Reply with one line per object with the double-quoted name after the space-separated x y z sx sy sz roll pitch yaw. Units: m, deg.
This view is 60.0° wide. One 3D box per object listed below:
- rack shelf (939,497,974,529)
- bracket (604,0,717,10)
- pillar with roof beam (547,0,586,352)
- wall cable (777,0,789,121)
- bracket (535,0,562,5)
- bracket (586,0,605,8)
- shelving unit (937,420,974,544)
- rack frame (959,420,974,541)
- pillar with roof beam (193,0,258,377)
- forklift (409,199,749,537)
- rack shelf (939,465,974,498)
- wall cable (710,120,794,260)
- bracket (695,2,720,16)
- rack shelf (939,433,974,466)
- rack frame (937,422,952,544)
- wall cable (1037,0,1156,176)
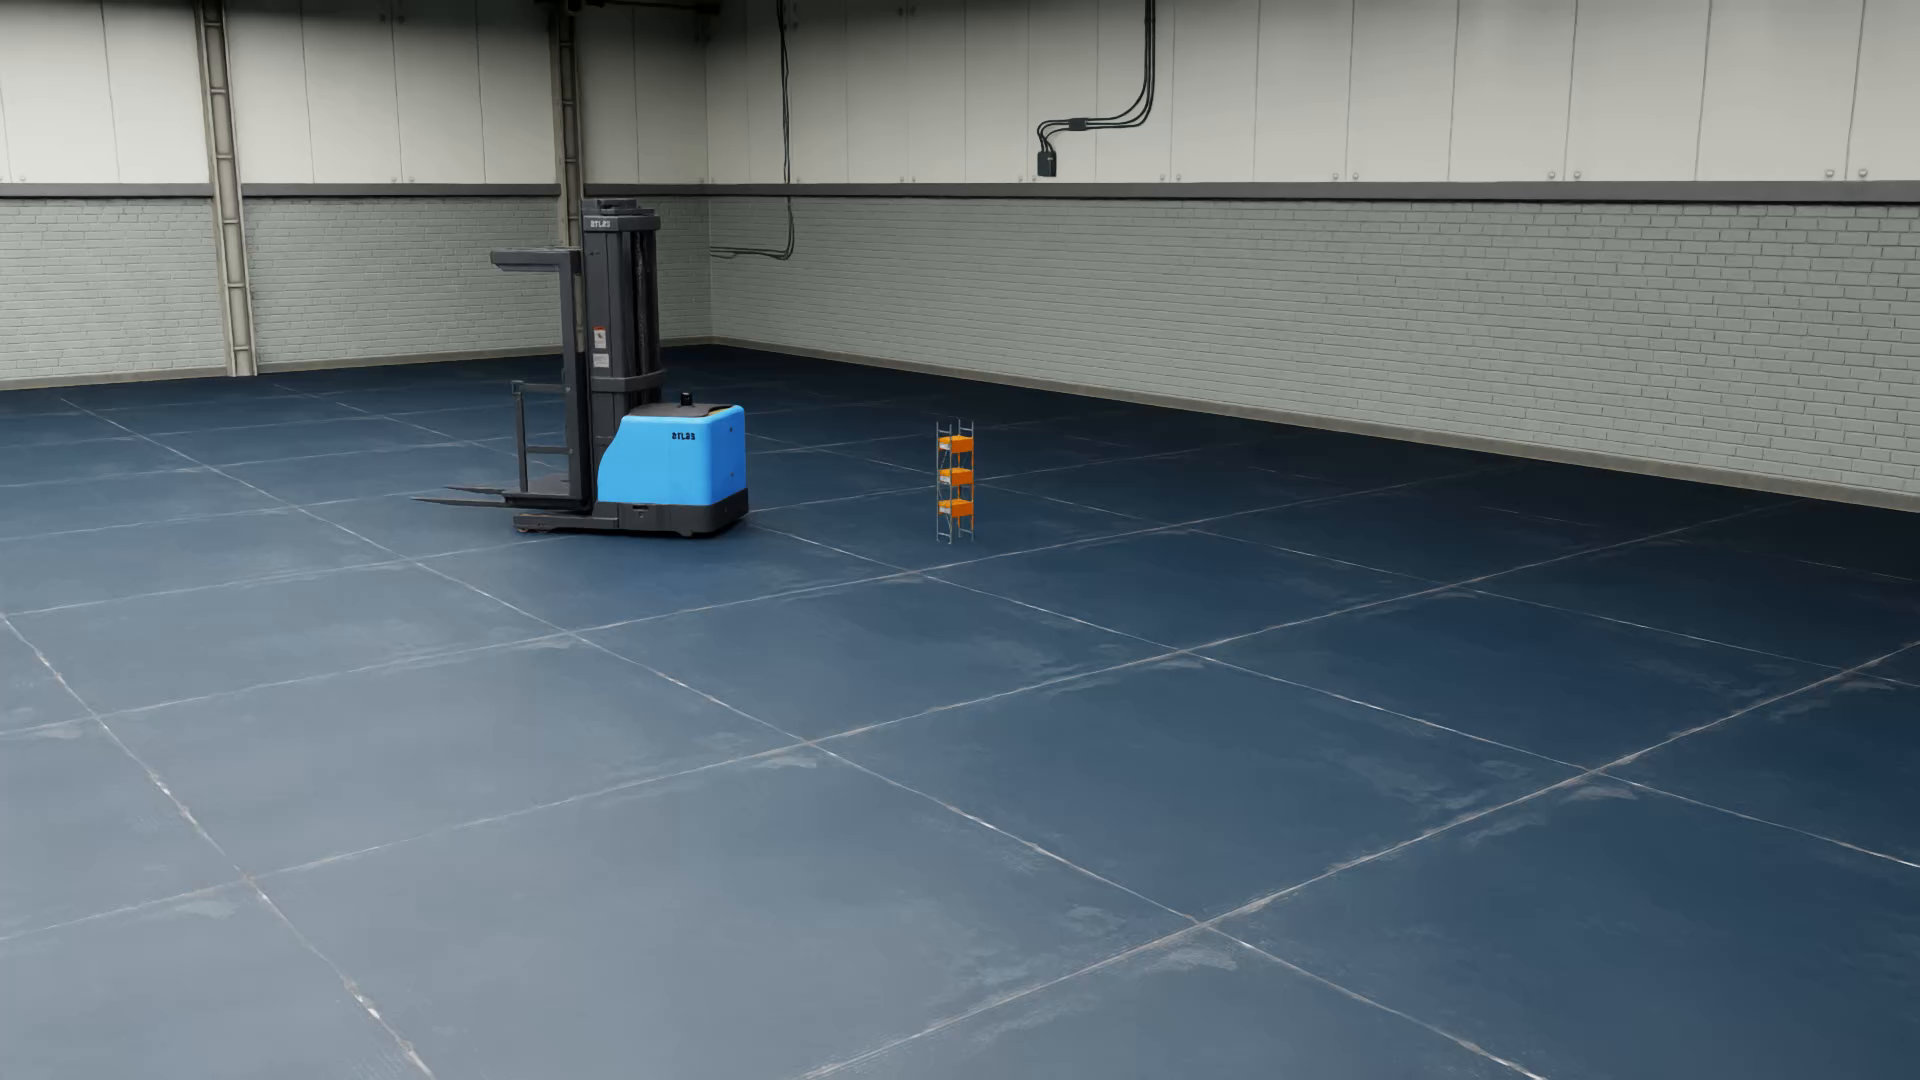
-0.042 -0.224 14.547 0.240 0.259 0.215 -9 15 -38 "rack shelf"
-5.209 -9.883 30.841 3.189 0.066 0.076 -9 15 -38 "bracket"
-4.454 -7.197 26.857 0.548 9.000 9.100 -9 15 -38 "pillar with roof beam"
-2.327 -8.576 28.667 0.112 2.526 3.097 -9 15 -38 "wall cable"
-7.246 -9.545 29.247 0.430 0.232 0.235 -9 15 -38 "bracket"
-6.598 -9.652 29.754 0.430 0.232 0.235 -9 15 -38 "bracket"
-0.042 -0.507 14.487 0.252 1.050 0.215 -9 15 -38 "shelving unit"
0.053 -0.522 14.562 0.008 1.050 0.200 -9 15 -38 "rack frame"
-9.140 -6.418 23.191 0.400 9.000 9.100 -9 15 -38 "pillar with roof beam"
-3.542 -1.599 15.104 3.031 2.935 1.130 3 12 12 "forklift"
-0.042 -0.496 14.489 0.240 0.259 0.215 -9 15 -38 "rack shelf"
-4.017 -6.544 31.258 0.112 2.526 3.097 -9 15 -38 "wall cable"
-4.747 -9.960 31.202 0.430 0.232 0.235 -9 15 -38 "bracket"
-0.042 -0.774 14.430 0.240 0.259 0.215 -9 15 -38 "rack shelf"
-0.137 -0.491 14.412 0.008 1.050 0.200 -9 15 -38 "rack frame"
1.901 -8.185 23.322 0.169 6.003 2.305 -9 15 -38 "wall cable"
